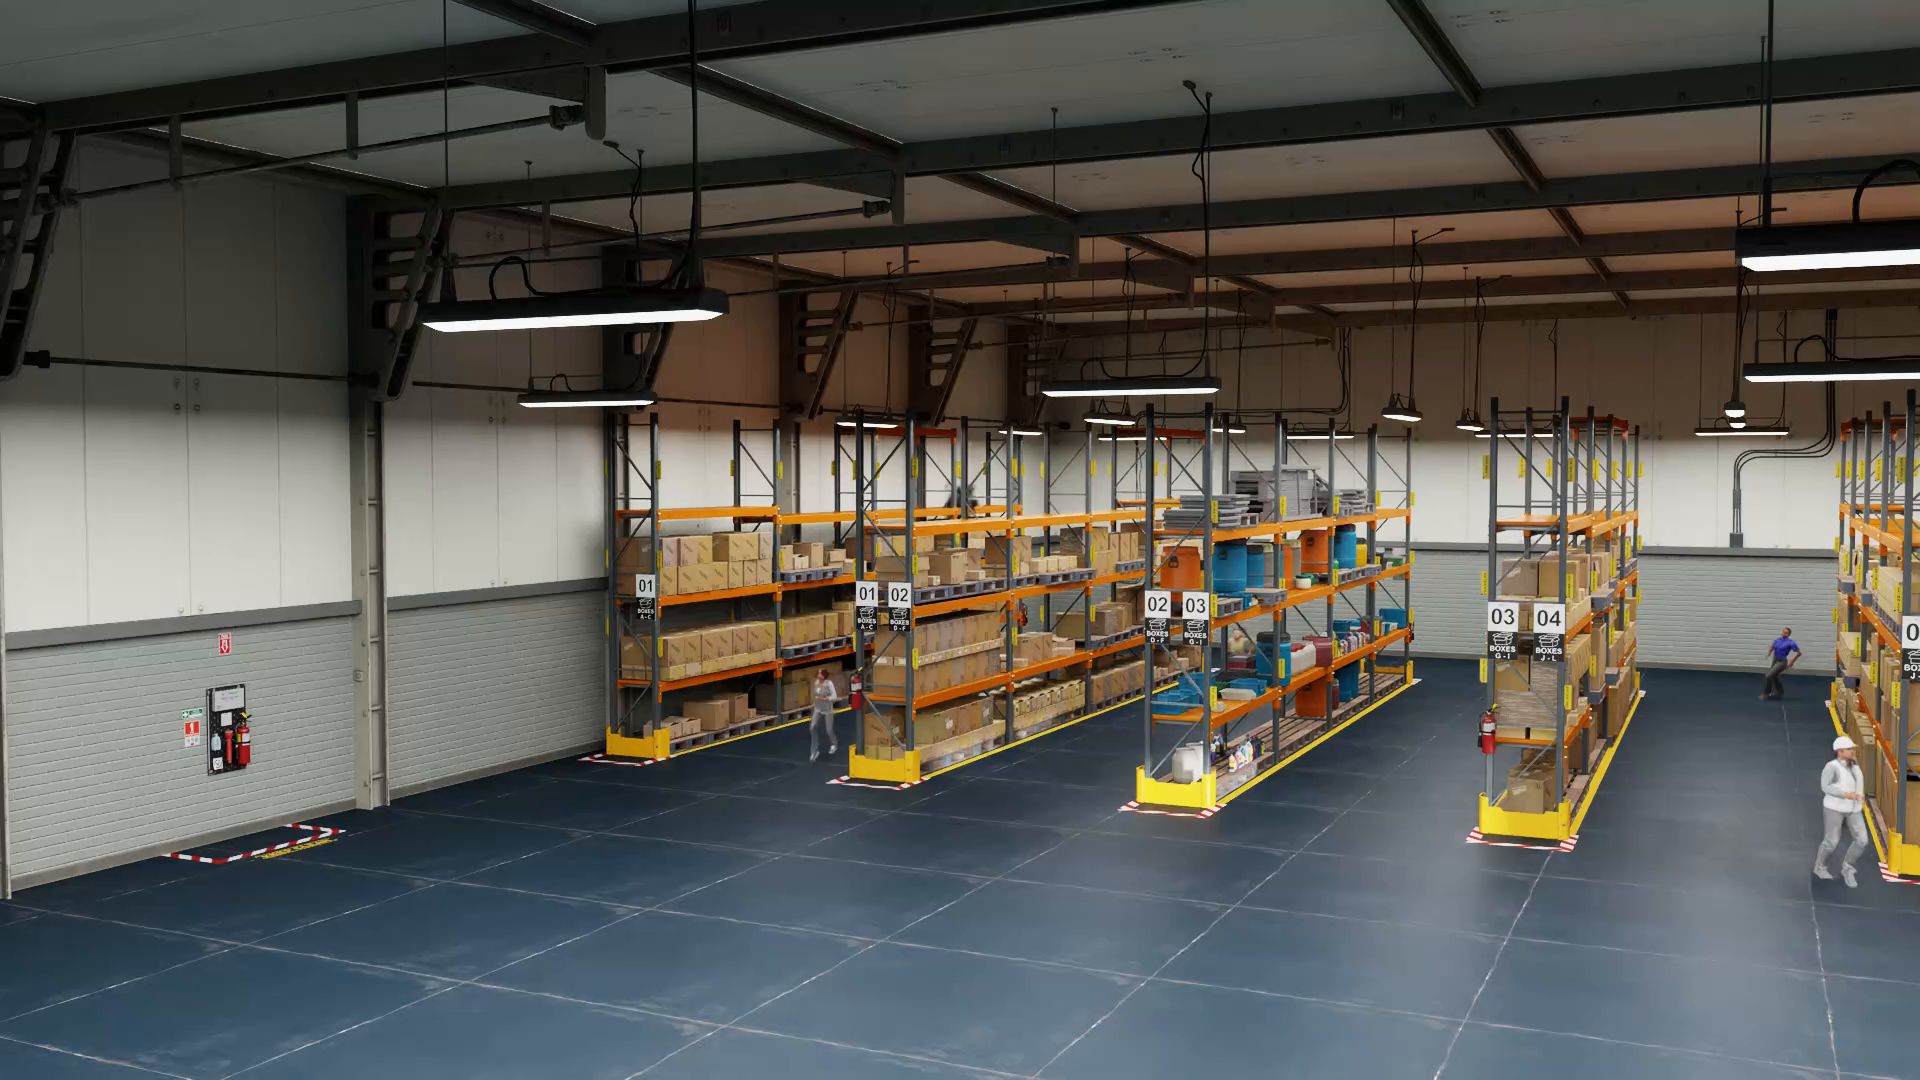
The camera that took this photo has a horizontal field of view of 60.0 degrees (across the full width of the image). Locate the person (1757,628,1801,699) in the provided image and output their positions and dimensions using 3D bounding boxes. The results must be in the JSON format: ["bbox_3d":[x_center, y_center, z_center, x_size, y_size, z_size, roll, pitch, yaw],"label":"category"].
[{"bbox_3d":[17.840,2.699,36.337,0.733,1.614,0.733,0,2,0],"label":"person"}]

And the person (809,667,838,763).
[{"bbox_3d":[-2.312,3.007,28.754,0.511,1.637,0.800,1,3,21],"label":"person"}]

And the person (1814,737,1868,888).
[{"bbox_3d":[10.677,3.282,20.058,0.671,1.819,0.702,0,2,-11],"label":"person"}]

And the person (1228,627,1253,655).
[{"bbox_3d":[5.973,2.686,35.695,0.578,1.671,1.012,1,3,26],"label":"person"}]
